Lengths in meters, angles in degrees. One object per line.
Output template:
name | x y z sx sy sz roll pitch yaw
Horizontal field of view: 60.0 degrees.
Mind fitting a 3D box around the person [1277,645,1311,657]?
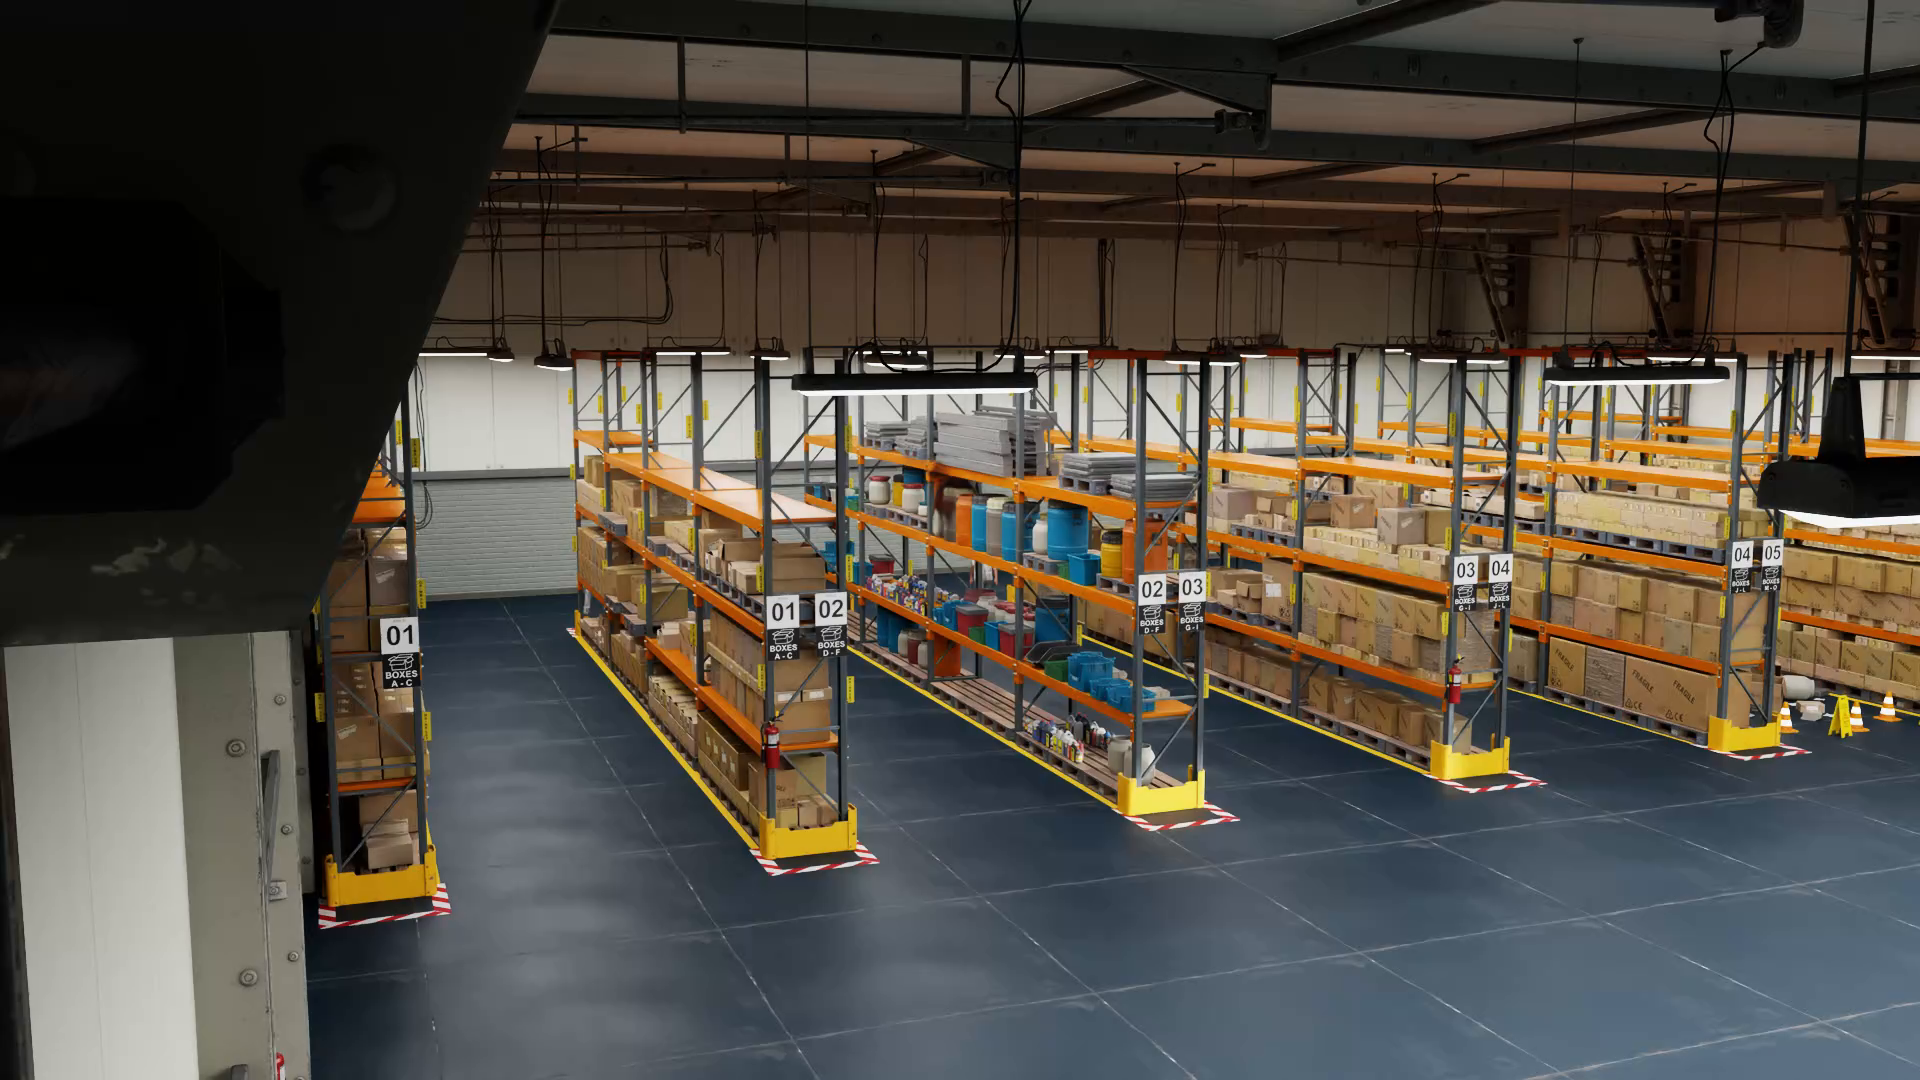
person | 6.625 1.481 32.736 0.540 1.596 0.959 -1 7 -6

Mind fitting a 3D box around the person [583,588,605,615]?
person | -8.223 0.802 37.496 0.628 1.724 1.045 2 7 13

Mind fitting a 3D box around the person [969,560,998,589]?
person | 0.536 0.857 37.129 0.577 1.723 1.055 -2 7 -14
